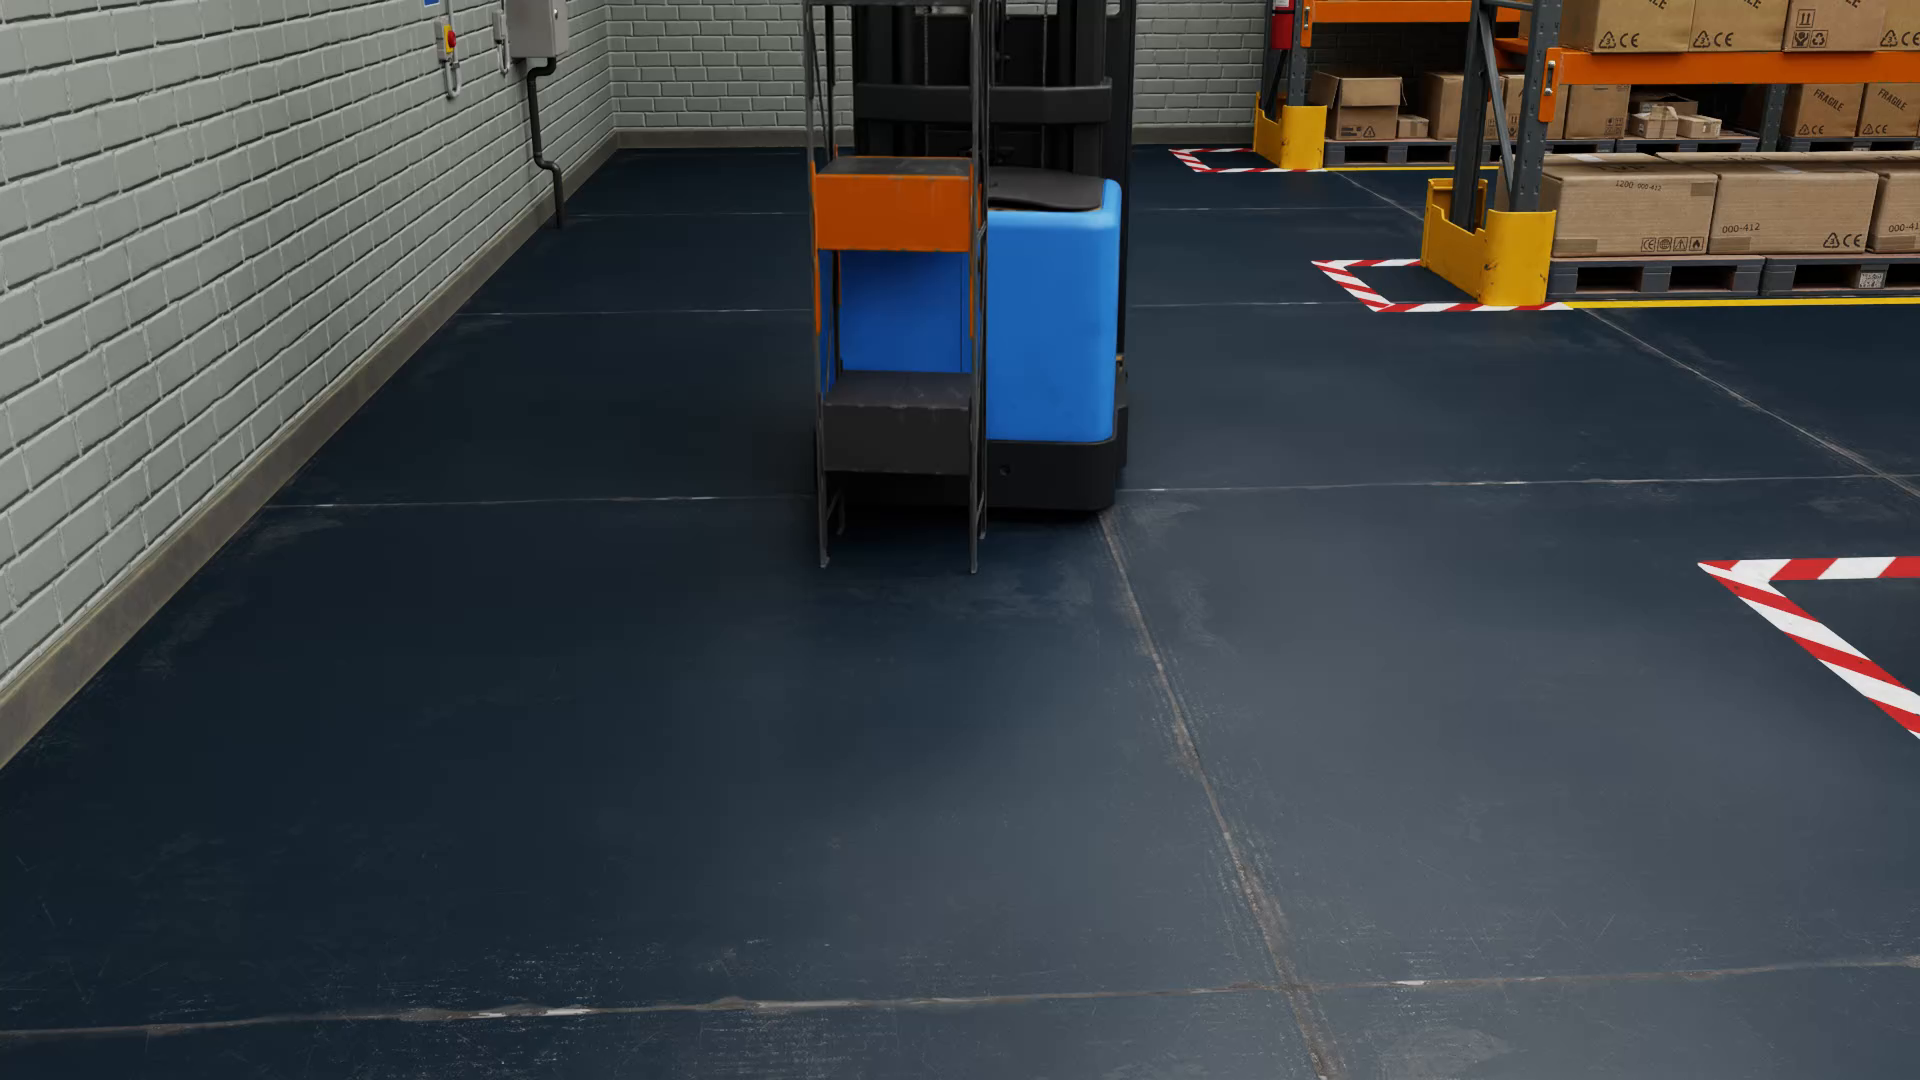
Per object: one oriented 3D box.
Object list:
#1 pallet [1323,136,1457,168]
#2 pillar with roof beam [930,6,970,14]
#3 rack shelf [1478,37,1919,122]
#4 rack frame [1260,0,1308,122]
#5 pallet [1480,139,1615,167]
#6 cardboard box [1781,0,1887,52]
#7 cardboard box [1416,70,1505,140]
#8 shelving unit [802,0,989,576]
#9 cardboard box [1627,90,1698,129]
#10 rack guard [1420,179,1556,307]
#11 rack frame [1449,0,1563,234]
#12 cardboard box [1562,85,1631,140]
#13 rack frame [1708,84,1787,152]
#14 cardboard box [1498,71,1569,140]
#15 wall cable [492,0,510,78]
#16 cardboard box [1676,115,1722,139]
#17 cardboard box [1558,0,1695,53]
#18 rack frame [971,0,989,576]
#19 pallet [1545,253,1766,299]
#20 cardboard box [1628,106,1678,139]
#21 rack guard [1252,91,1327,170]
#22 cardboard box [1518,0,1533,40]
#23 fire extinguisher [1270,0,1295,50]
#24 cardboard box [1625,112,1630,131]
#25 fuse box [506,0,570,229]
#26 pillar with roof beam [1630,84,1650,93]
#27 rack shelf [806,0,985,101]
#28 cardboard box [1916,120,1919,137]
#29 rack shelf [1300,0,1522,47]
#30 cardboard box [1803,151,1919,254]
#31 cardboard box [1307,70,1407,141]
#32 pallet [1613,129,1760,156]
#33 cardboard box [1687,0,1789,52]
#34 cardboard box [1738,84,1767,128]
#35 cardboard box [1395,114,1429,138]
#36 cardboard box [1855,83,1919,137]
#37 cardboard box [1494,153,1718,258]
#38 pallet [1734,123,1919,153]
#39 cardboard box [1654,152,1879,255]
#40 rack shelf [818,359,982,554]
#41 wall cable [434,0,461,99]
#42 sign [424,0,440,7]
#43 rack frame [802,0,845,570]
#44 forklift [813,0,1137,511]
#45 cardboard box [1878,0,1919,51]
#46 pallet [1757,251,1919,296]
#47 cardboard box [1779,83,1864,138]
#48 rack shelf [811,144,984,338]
[{"bbox_3d":[3.560,-3.340,14.097,1.213,0.211,1.003,-1,21,-3],"label":"pallet"},{"bbox_3d":[0.191,-6.165,9.167,0.400,9.000,9.100,-1,21,-3],"label":"pillar with roof beam"},{"bbox_3d":[4.972,-2.566,9.157,4.000,0.370,1.077,-1,21,-3],"label":"rack shelf"},{"bbox_3d":[2.688,-4.625,13.554,0.127,3.000,1.000,-1,21,-3],"label":"rack frame"},{"bbox_3d":[4.775,-3.364,14.160,1.213,0.211,1.003,-1,21,-3],"label":"pallet"},{"bbox_3d":[4.483,-2.841,8.726,0.500,0.500,0.500,-1,21,-3],"label":"cardboard box"},{"bbox_3d":[4.160,-3.636,13.877,0.500,0.500,0.700,0,21,-1],"label":"cardboard box"},{"bbox_3d":[-0.181,-0.947,5.157,0.503,2.100,0.431,2,21,5],"label":"shelving unit"},{"bbox_3d":[6.009,-3.717,14.356,0.500,0.311,0.500,0,21,-1],"label":"cardboard box"},{"bbox_3d":[2.951,-1.693,9.366,0.348,0.500,1.175,-1,21,-3],"label":"rack guard"},{"bbox_3d":[2.975,-2.862,8.923,0.127,3.000,1.000,-1,21,-3],"label":"rack frame"},{"bbox_3d":[5.196,-3.657,13.933,0.500,0.500,0.700,-2,21,-5],"label":"cardboard box"},{"bbox_3d":[6.682,-4.706,13.767,0.127,3.000,1.000,-1,21,-3],"label":"rack frame"},{"bbox_3d":[4.693,-3.611,13.812,0.500,0.500,0.500,-1,21,-2],"label":"cardboard box"},{"bbox_3d":[-2.746,-3.718,9.742,0.122,1.984,0.588,-1,21,-3],"label":"wall cable"},{"bbox_3d":[6.142,-3.455,13.896,0.250,0.149,0.380,-2,21,-5],"label":"cardboard box"},{"bbox_3d":[3.471,-2.817,8.662,0.500,0.500,0.500,-1,21,-3],"label":"cardboard box"},{"bbox_3d":[0.062,-0.938,5.135,0.015,2.100,0.400,2,21,5],"label":"rack frame"},{"bbox_3d":[3.769,-1.603,9.534,1.213,0.211,1.003,-1,21,-3],"label":"pallet"},{"bbox_3d":[5.786,-3.502,13.856,0.258,0.266,0.396,0,21,-1],"label":"cardboard box"},{"bbox_3d":[2.764,-3.459,14.002,0.348,0.500,1.175,-1,21,-3],"label":"rack guard"},{"bbox_3d":[3.442,-3.013,9.177,0.500,0.500,0.500,-1,21,-3],"label":"cardboard box"},{"bbox_3d":[2.568,-4.248,13.195,0.183,0.674,0.296,-1,21,-3],"label":"fire extinguisher"},{"bbox_3d":[5.576,-3.632,14.362,0.250,0.149,0.380,-1,21,-4],"label":"cardboard box"},{"bbox_3d":[-2.627,-2.886,10.797,0.414,1.711,0.539,-1,21,-3],"label":"fuse box"},{"bbox_3d":[6.181,-6.287,9.487,0.400,9.000,9.100,-1,21,-3],"label":"pillar with roof beam"},{"bbox_3d":[-0.181,-1.588,4.913,0.480,0.518,0.431,2,21,5],"label":"rack shelf"},{"bbox_3d":[8.207,-3.687,14.013,0.500,0.500,0.500,-2,21,-5],"label":"cardboard box"},{"bbox_3d":[4.685,-4.330,13.788,4.000,0.370,1.077,-1,21,-3],"label":"rack shelf"},{"bbox_3d":[5.442,-1.949,9.535,0.875,0.438,0.875,-2,21,-5],"label":"cardboard box"},{"bbox_3d":[3.304,-3.634,13.867,0.637,0.503,0.797,-2,21,-5],"label":"cardboard box"},{"bbox_3d":[5.996,-3.390,14.227,1.213,0.211,1.003,-1,21,-3],"label":"pallet"},{"bbox_3d":[3.974,-2.837,8.715,0.500,0.500,0.500,-1,21,-4],"label":"cardboard box"},{"bbox_3d":[7.155,-3.850,14.439,0.500,0.500,0.500,-1,21,-3],"label":"cardboard box"},{"bbox_3d":[3.731,-3.463,13.917,0.250,0.149,0.380,-2,21,-5],"label":"cardboard box"},{"bbox_3d":[7.708,-3.679,13.991,0.500,0.500,0.500,-1,21,-4],"label":"cardboard box"},{"bbox_3d":[3.628,-1.910,9.432,0.875,0.438,0.875,-2,21,-5],"label":"cardboard box"},{"bbox_3d":[7.492,-3.433,14.342,1.213,0.211,1.003,-1,21,-3],"label":"pallet"},{"bbox_3d":[4.542,-1.931,9.489,0.875,0.438,0.875,-1,21,-2],"label":"cardboard box"},{"bbox_3d":[-0.181,-0.280,5.411,0.480,0.518,0.431,2,21,5],"label":"rack shelf"},{"bbox_3d":[-2.653,-3.229,8.414,0.123,1.953,0.585,-1,21,-3],"label":"wall cable"},{"bbox_3d":[-2.711,-2.847,8.504,0.001,0.218,0.327,-1,21,-3],"label":"sign"},{"bbox_3d":[-0.423,-0.956,5.180,0.015,2.100,0.400,2,21,5],"label":"rack frame"},{"bbox_3d":[0.153,-1.953,6.632,1.130,2.935,3.031,2,21,5],"label":"forklift"},{"bbox_3d":[4.982,-2.857,8.768,0.500,0.500,0.500,0,21,-1],"label":"cardboard box"},{"bbox_3d":[4.984,-1.627,9.597,1.213,0.211,1.003,-1,21,-3],"label":"pallet"},{"bbox_3d":[7.177,-3.664,13.953,0.500,0.500,0.500,0,21,-1],"label":"cardboard box"},{"bbox_3d":[-0.181,-0.934,5.162,0.480,0.518,0.431,2,21,5],"label":"rack shelf"}]
